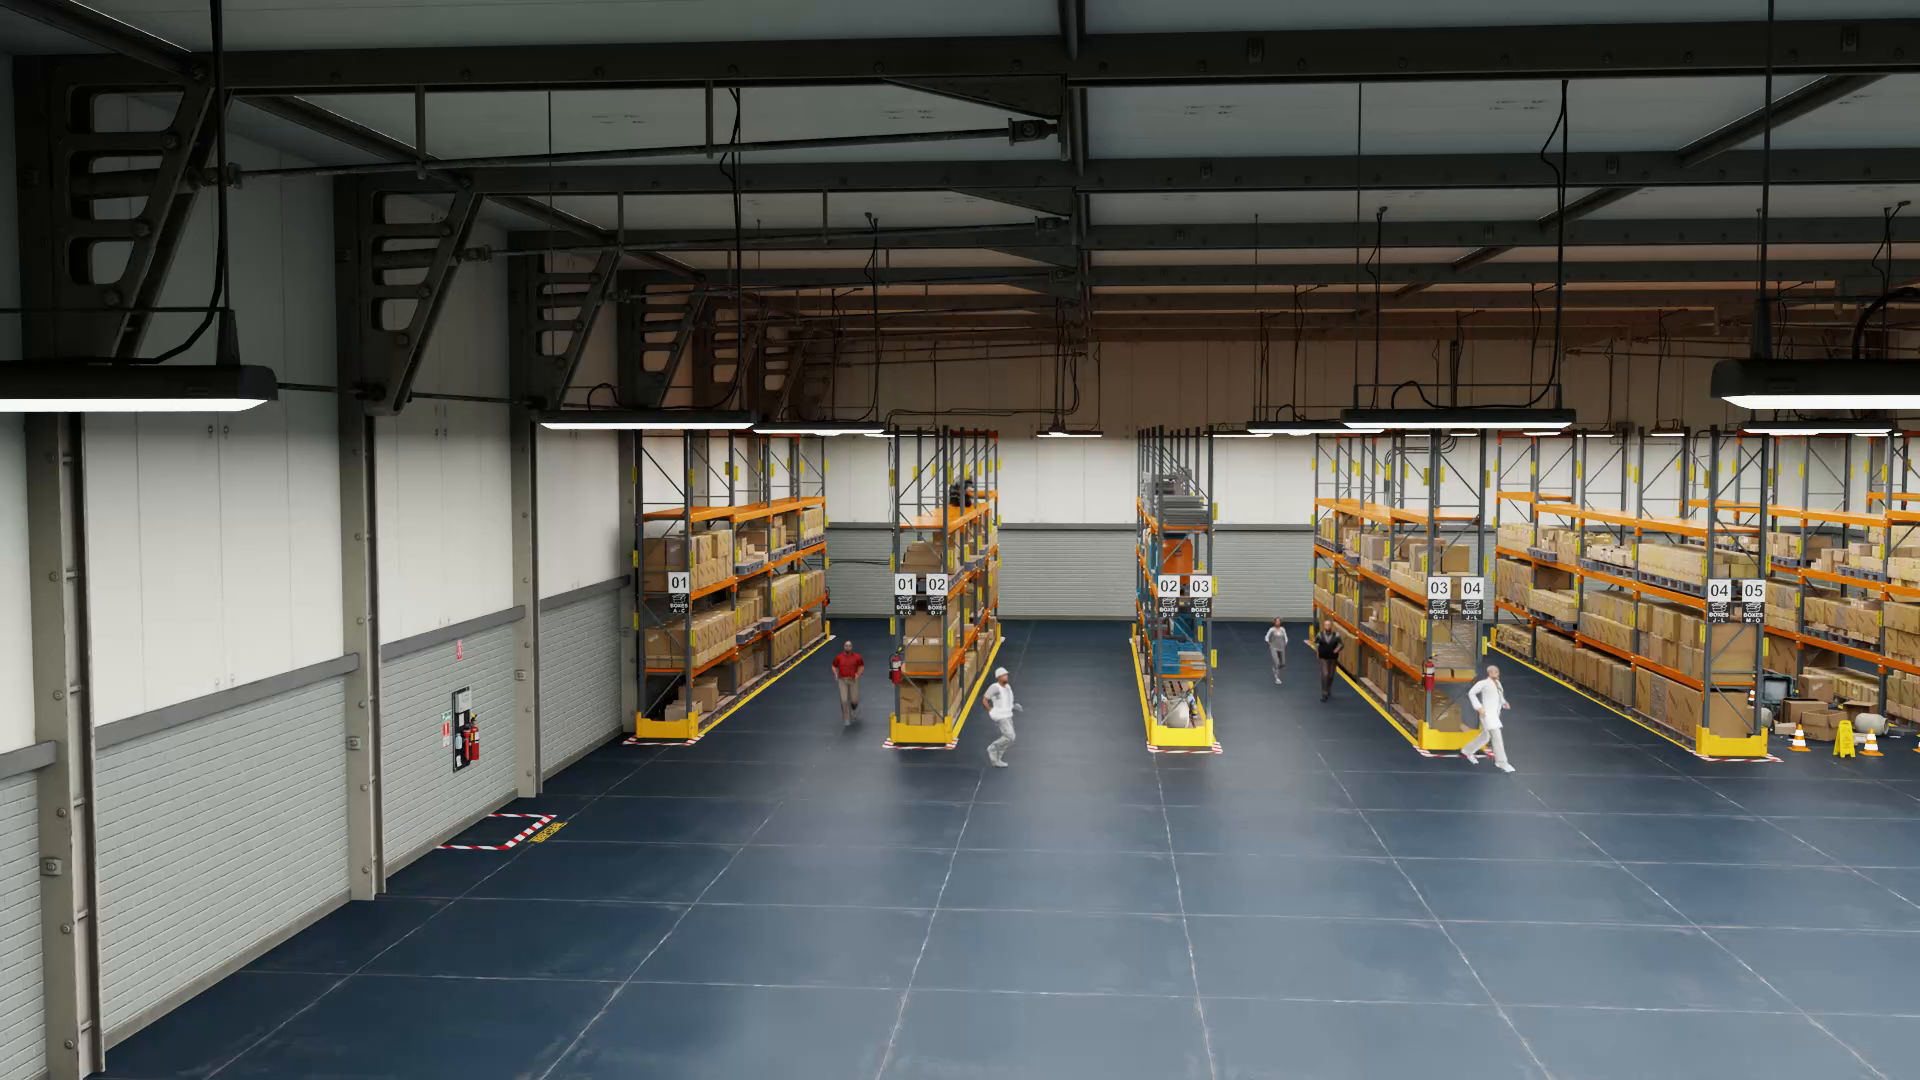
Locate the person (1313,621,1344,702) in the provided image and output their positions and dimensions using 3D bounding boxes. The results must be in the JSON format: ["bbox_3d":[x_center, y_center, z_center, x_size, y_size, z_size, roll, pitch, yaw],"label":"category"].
[{"bbox_3d":[8.135,2.653,36.685,0.656,1.756,0.836,0,3,6],"label":"person"}]

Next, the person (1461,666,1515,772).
[{"bbox_3d":[9.232,3.077,28.983,1.042,1.788,0.719,3,5,41],"label":"person"}]

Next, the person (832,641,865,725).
[{"bbox_3d":[-2.259,2.866,33.542,0.664,1.675,0.645,0,3,-2],"label":"person"}]

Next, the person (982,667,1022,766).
[{"bbox_3d":[0.785,3.100,29.065,0.587,1.737,0.683,2,4,29],"label":"person"}]

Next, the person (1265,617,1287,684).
[{"bbox_3d":[7.461,2.589,39.218,0.538,1.549,0.608,0,3,-7],"label":"person"}]
